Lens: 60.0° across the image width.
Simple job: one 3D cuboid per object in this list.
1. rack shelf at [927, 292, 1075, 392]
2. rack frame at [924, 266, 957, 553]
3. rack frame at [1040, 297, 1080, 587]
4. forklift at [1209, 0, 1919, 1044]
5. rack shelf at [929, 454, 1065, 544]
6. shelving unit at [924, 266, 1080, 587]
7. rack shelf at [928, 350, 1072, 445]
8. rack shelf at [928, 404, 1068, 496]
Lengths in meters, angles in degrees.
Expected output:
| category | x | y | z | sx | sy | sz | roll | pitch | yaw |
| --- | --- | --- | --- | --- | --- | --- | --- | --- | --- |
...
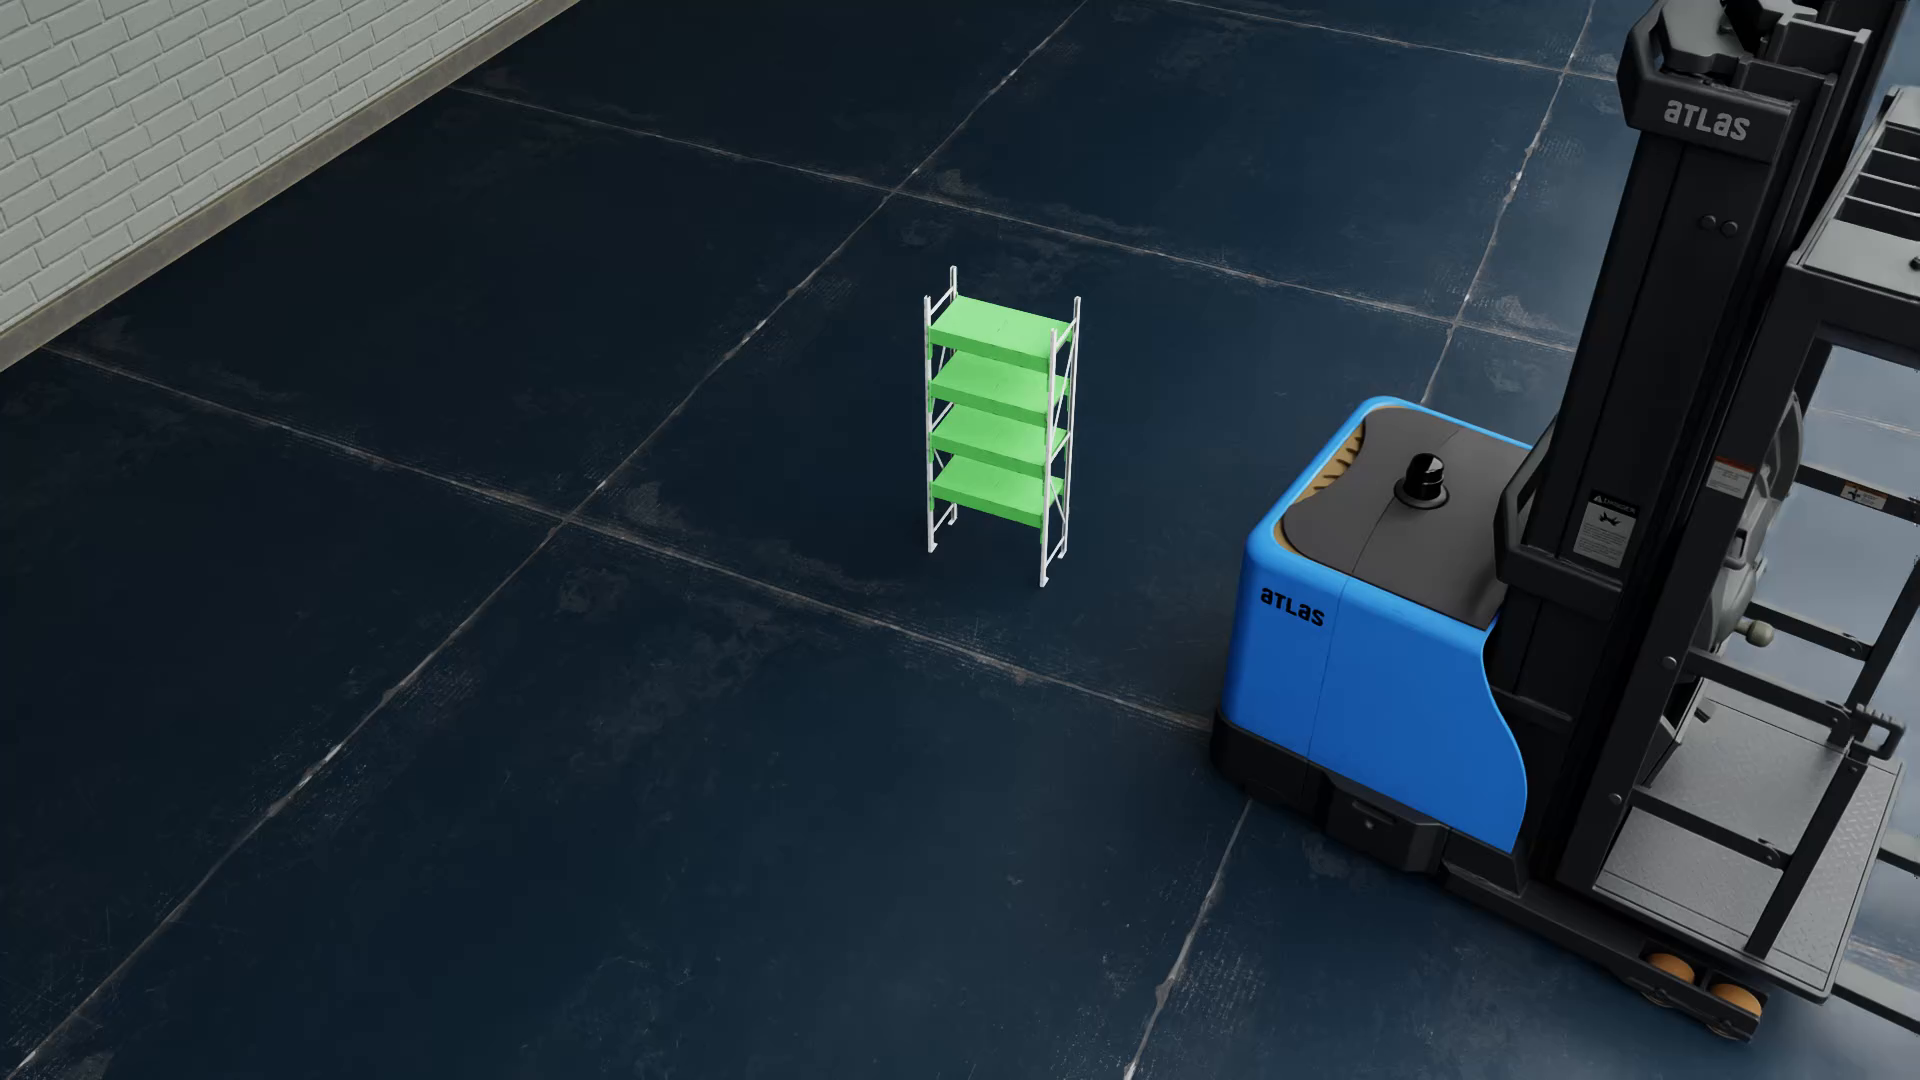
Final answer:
| category | x | y | z | sx | sy | sz | roll | pitch | yaw |
| --- | --- | --- | --- | --- | --- | --- | --- | --- | --- |
| rack shelf | 0.150 | -0.722 | 6.032 | 0.480 | 0.148 | 0.258 | 17 | 44 | 19 |
| rack frame | -0.071 | -0.475 | 6.382 | 0.015 | 1.200 | 0.240 | 17 | 44 | 19 |
| rack frame | 0.371 | -0.340 | 6.226 | 0.015 | 1.200 | 0.240 | 17 | 44 | 19 |
| forklift | 2.369 | -0.006 | 4.519 | 3.031 | 2.935 | 1.130 | 24 | 46 | 25 |
| rack shelf | 0.150 | -0.178 | 6.503 | 0.480 | 0.148 | 0.258 | 17 | 44 | 19 |
| shelving unit | 0.150 | -0.408 | 6.304 | 0.503 | 1.200 | 0.258 | 17 | 44 | 19 |
| rack shelf | 0.150 | -0.541 | 6.189 | 0.480 | 0.148 | 0.258 | 17 | 44 | 19 |
| rack shelf | 0.150 | -0.359 | 6.346 | 0.480 | 0.148 | 0.258 | 17 | 44 | 19 |
